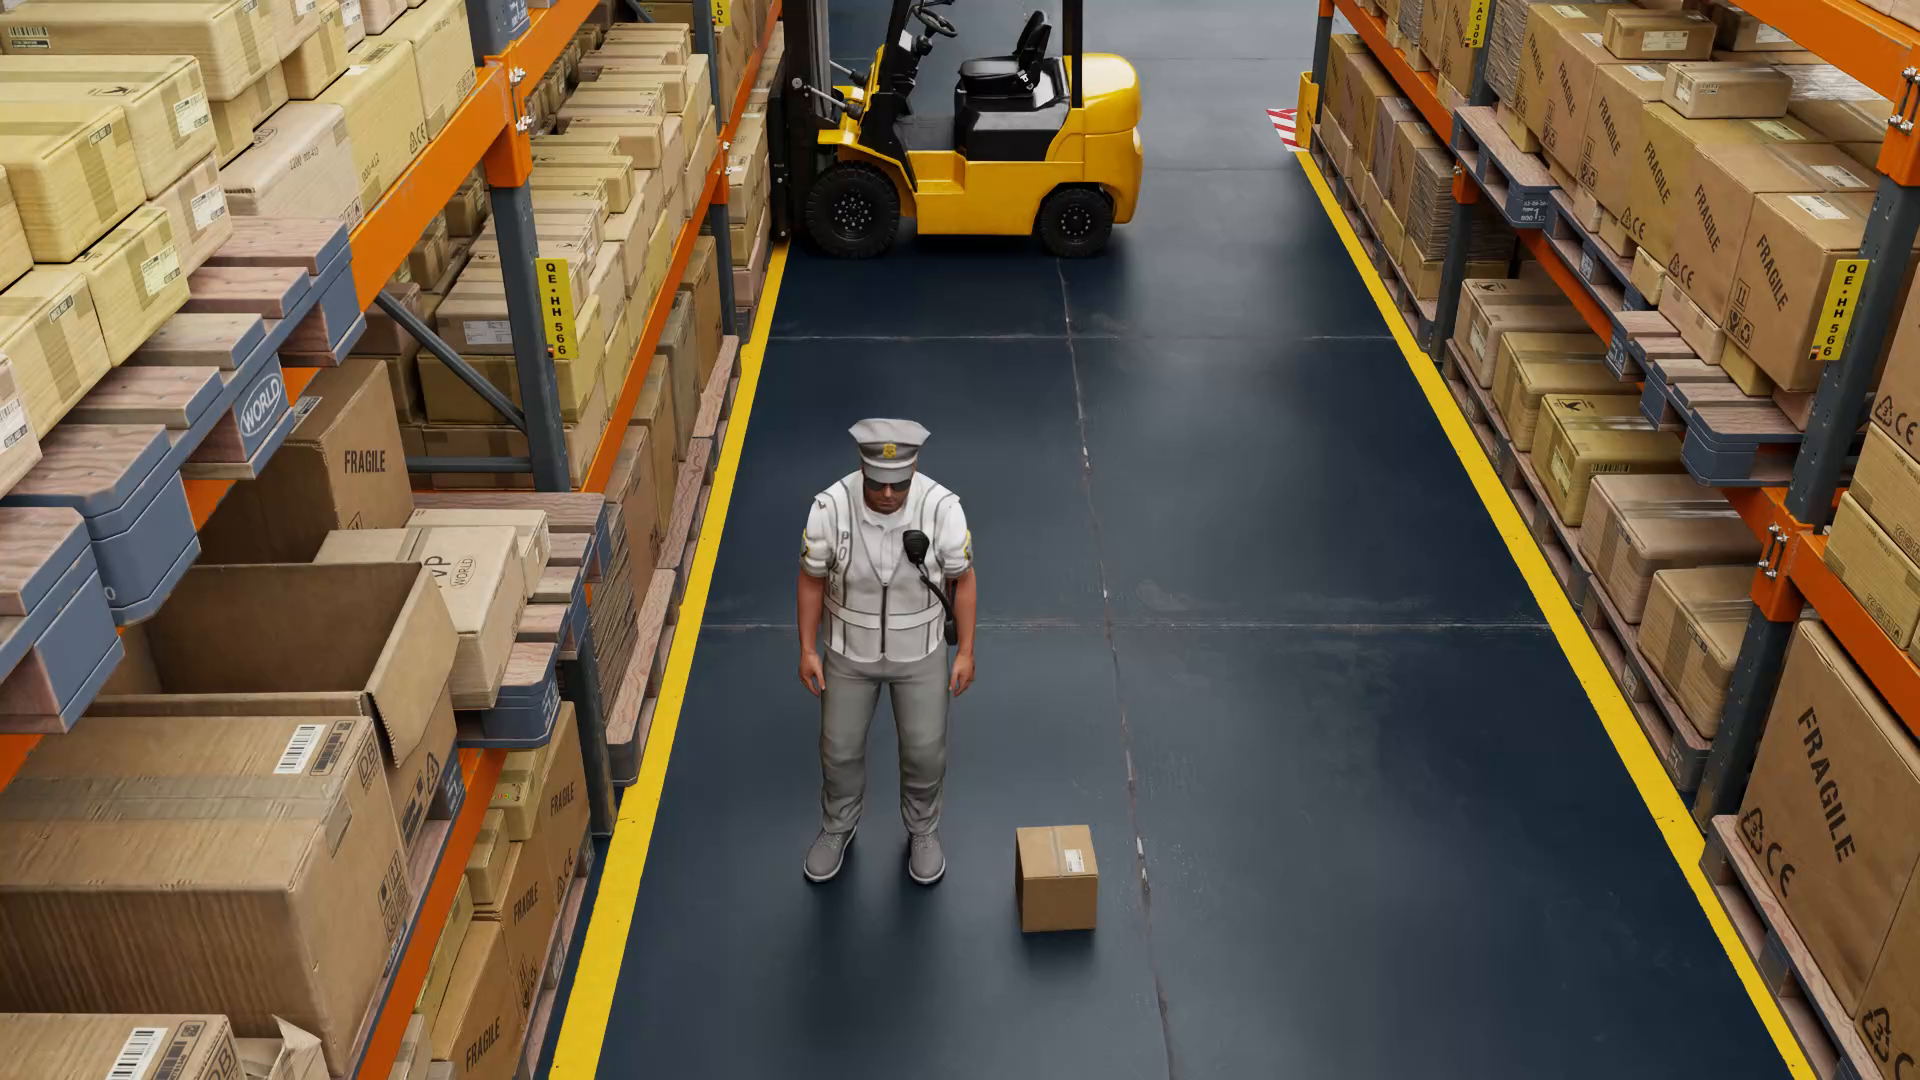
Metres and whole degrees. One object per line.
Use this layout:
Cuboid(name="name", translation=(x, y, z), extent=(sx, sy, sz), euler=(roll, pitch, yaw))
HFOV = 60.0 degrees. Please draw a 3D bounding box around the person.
Cuboid(name="person", translation=(-0.301, 0.383, 5.499), extent=(0.500, 1.747, 0.329), euler=(0, 31, 0))
